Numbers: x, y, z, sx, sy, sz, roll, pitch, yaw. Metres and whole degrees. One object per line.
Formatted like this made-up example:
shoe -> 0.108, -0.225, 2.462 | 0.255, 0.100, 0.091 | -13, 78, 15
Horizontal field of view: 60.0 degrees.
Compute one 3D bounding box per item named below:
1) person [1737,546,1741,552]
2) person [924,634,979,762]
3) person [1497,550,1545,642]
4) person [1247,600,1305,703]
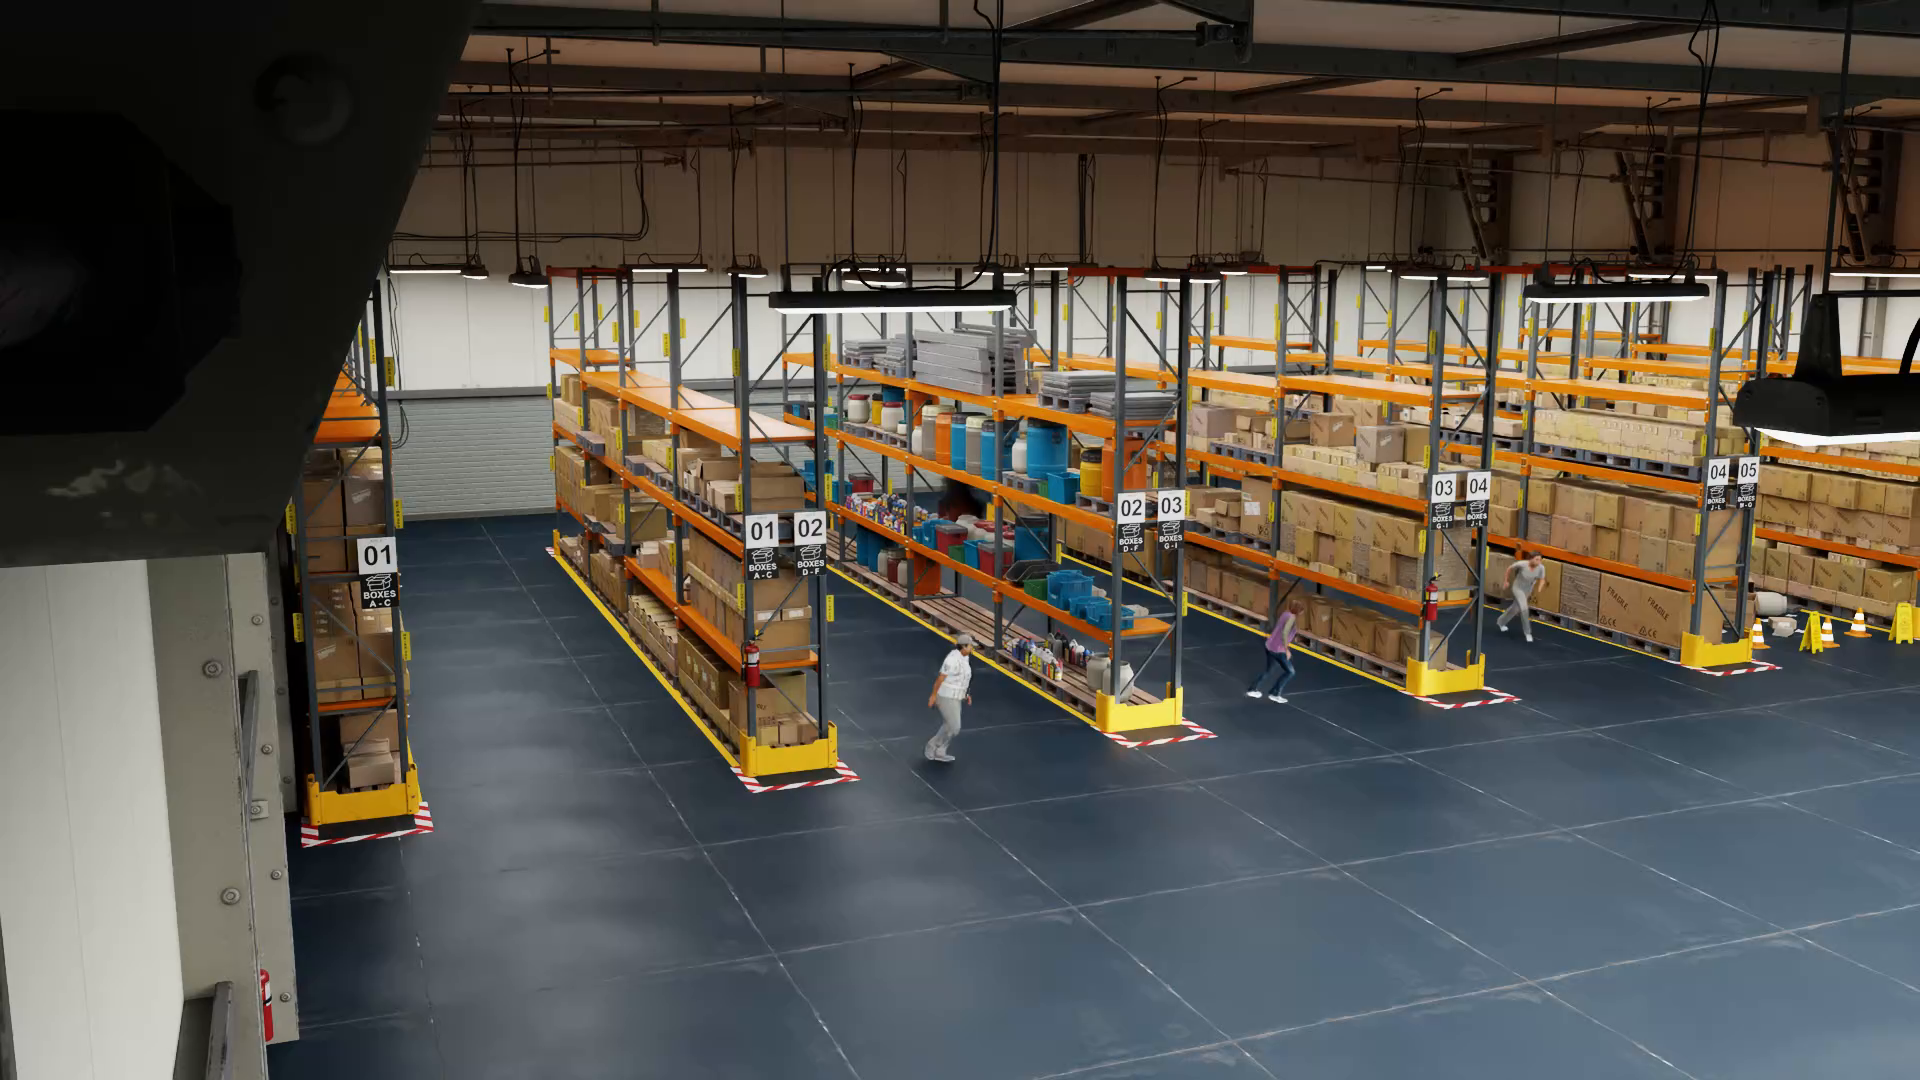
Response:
person -> 15.493, -0.416, 33.928 | 0.691, 1.765, 0.957 | -7, 12, -34
person -> -0.105, 1.975, 20.712 | 0.607, 1.625, 0.649 | 3, 10, 18
person -> 9.222, 0.843, 27.360 | 0.573, 1.511, 1.028 | -2, 10, -11
person -> 4.459, 1.574, 23.414 | 0.736, 1.458, 0.578 | -1, 10, -4
